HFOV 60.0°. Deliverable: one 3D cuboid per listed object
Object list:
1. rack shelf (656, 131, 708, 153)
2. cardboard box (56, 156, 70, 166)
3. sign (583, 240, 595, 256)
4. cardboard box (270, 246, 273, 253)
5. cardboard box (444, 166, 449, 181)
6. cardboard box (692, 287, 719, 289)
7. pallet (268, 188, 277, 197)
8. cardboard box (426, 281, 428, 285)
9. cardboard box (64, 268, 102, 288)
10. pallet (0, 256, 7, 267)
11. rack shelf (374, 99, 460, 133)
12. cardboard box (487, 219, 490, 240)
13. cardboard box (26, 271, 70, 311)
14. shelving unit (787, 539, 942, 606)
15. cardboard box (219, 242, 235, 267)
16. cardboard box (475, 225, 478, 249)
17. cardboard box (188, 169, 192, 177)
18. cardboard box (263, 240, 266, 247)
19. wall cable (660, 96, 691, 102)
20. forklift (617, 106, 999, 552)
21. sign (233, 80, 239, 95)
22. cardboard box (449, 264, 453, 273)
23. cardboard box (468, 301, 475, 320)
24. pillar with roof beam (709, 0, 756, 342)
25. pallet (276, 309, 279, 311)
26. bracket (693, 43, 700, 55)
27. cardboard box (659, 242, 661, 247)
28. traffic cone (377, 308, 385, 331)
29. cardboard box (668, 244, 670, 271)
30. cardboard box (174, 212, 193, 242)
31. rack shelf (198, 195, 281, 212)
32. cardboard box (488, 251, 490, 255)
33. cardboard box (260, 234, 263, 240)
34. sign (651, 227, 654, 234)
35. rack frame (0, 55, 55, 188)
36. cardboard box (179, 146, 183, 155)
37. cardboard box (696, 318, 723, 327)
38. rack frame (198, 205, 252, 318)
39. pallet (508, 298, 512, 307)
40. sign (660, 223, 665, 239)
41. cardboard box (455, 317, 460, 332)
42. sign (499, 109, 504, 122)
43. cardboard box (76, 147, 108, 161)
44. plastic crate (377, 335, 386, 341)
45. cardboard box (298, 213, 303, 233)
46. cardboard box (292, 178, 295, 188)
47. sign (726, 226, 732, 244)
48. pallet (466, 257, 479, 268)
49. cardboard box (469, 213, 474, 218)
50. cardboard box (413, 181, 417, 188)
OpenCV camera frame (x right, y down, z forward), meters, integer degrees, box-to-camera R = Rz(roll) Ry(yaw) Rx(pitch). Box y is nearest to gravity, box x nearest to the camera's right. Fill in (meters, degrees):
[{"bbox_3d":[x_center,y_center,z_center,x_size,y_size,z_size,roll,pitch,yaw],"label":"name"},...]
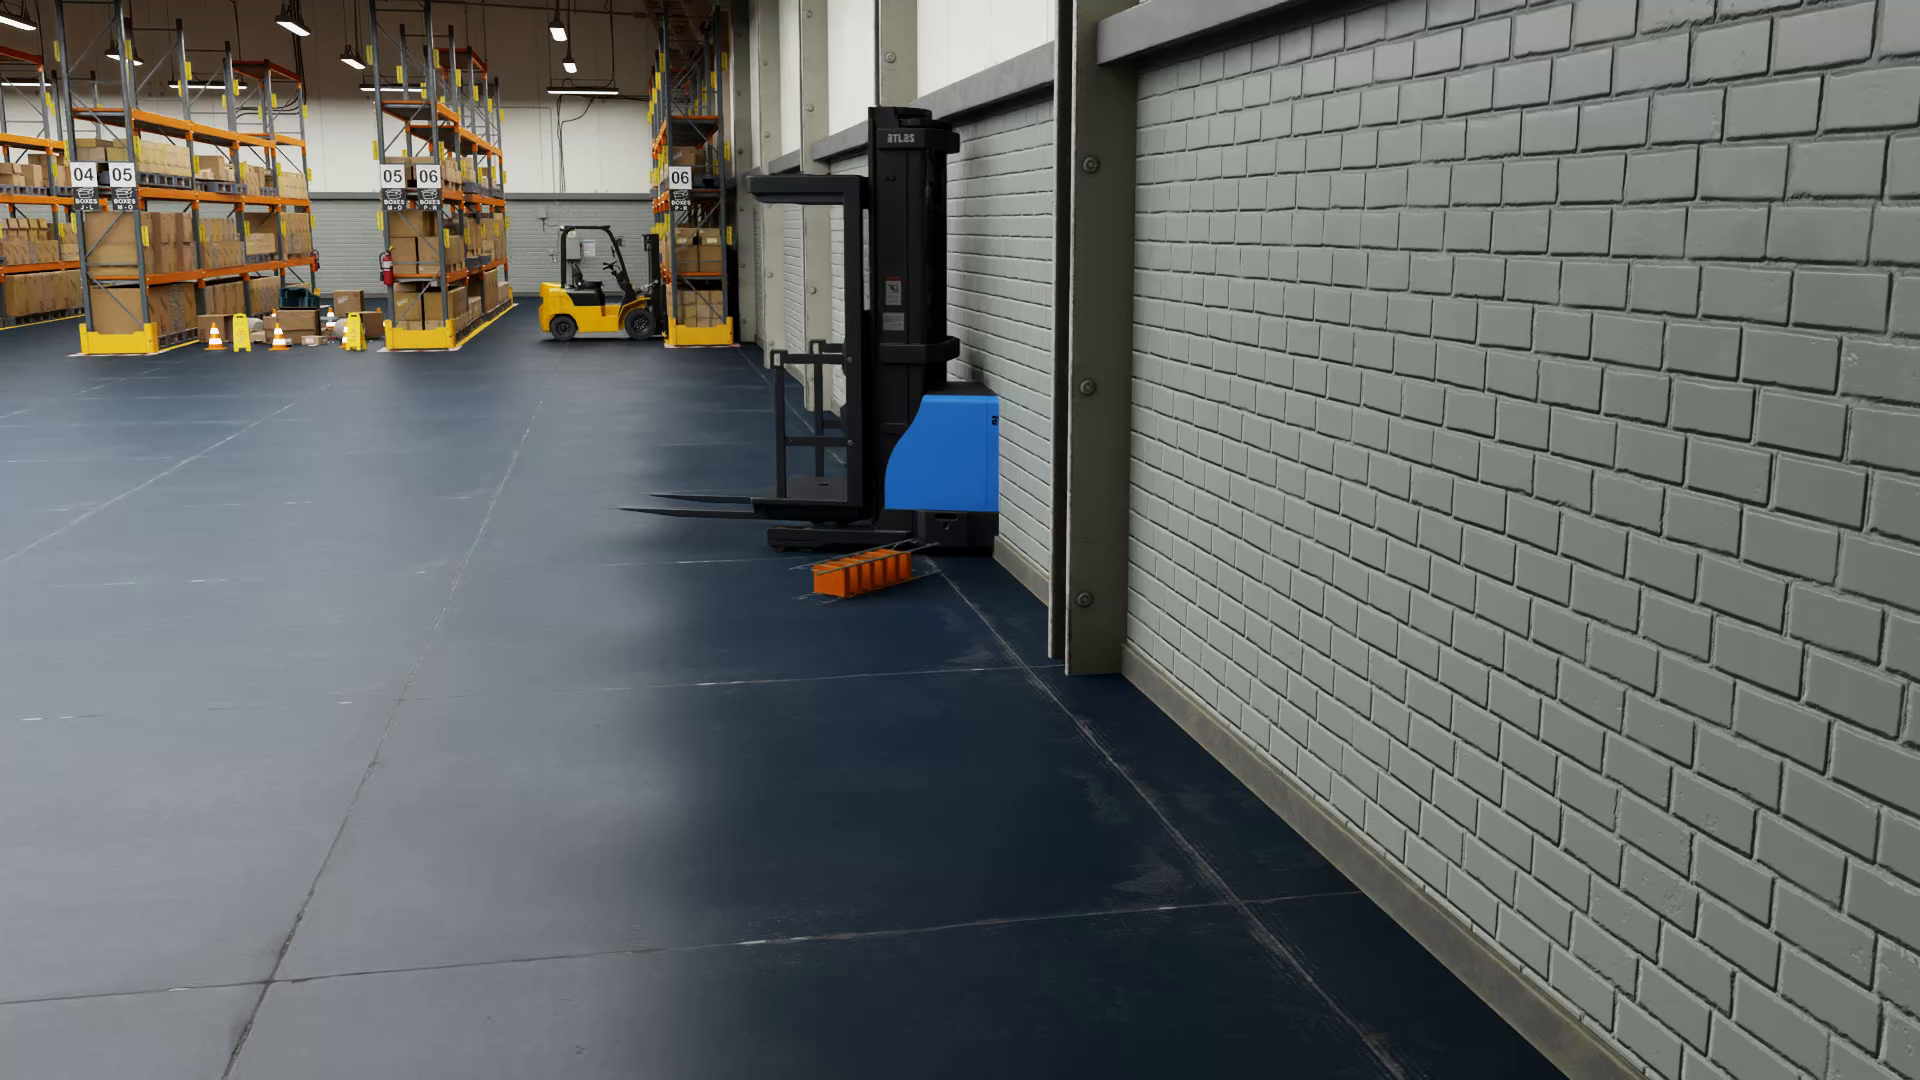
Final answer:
[{"bbox_3d":[-5.941,-8.586,35.735,1.077,0.370,4.000,-2,11,-11],"label":"rack shelf"},{"bbox_3d":[-22.092,-9.257,40.625,0.500,0.250,0.500,-2,11,-13],"label":"cardboard box"},{"bbox_3d":[-11.340,-8.934,50.868,0.329,0.494,0.001,-2,11,-11],"label":"sign"},{"bbox_3d":[-16.489,-6.879,39.367,0.380,0.149,0.250,-2,11,-11],"label":"cardboard box"},{"bbox_3d":[-9.567,-6.648,30.186,0.500,0.250,0.500,-2,11,-12],"label":"cardboard box"},{"bbox_3d":[-4.962,-4.808,32.493,0.500,0.250,0.500,-2,11,-12],"label":"cardboard box"},{"bbox_3d":[-16.796,-8.174,39.100,1.213,0.211,1.003,-2,11,-11],"label":"pallet"},{"bbox_3d":[-10.503,-4.946,32.152,0.380,0.149,0.250,-2,11,-9],"label":"cardboard box"},{"bbox_3d":[-22.095,-6.363,41.663,0.875,0.875,0.875,-2,11,-11],"label":"cardboard box"},{"bbox_3d":[-20.676,-5.793,34.625,1.213,0.211,1.003,-2,11,-11],"label":"pallet"},{"bbox_3d":[-10.031,-7.866,30.892,1.077,0.370,4.000,-2,11,-11],"label":"rack shelf"},{"bbox_3d":[-11.340,-7.293,39.050,0.500,0.500,0.500,-2,11,-10],"label":"cardboard box"},{"bbox_3d":[-21.553,-5.794,38.674,1.225,0.875,0.875,-2,11,-11],"label":"cardboard box"},{"bbox_3d":[-0.566,0.188,10.192,0.258,0.189,1.200,8,13,35],"label":"shelving unit"},{"bbox_3d":[-15.490,-5.969,34.769,0.500,0.500,0.500,-2,11,-12],"label":"cardboard box"},{"bbox_3d":[-10.626,-6.516,35.723,0.500,0.500,0.500,-3,11,-15],"label":"cardboard box"},{"bbox_3d":[-14.871,-6.993,31.673,0.380,0.149,0.250,-2,11,-11],"label":"cardboard box"},{"bbox_3d":[-16.336,-6.881,38.582,0.380,0.149,0.250,-3,11,-14],"label":"cardboard box"},{"bbox_3d":[-7.728,-14.784,50.430,2.988,3.039,0.133,-2,11,-11],"label":"wall cable"},{"bbox_3d":[-0.858,-1.454,11.497,3.031,2.935,1.130,2,11,10],"label":"forklift"},{"bbox_3d":[-15.490,-9.681,35.570,0.100,0.325,0.005,-2,11,-11],"label":"sign"},{"bbox_3d":[-9.544,-5.000,30.613,0.380,0.149,0.250,-2,11,-10],"label":"cardboard box"},{"bbox_3d":[-10.668,-4.784,34.716,0.950,0.372,0.625,-1,11,-7],"label":"cardboard box"},{"bbox_3d":[-8.248,-8.040,29.869,9.100,9.000,0.548,-2,11,-11],"label":"pillar with roof beam"},{"bbox_3d":[-16.659,-5.397,39.489,1.003,0.211,1.213,-2,11,-11],"label":"pallet"},{"bbox_3d":[-6.122,-11.601,38.952,0.076,0.066,4.783,-2,11,-11],"label":"bracket"},{"bbox_3d":[-6.853,-6.870,39.048,0.500,0.250,0.500,-3,11,-14],"label":"cardboard box"},{"bbox_3d":[-12.035,-4.571,34.477,0.336,0.463,0.334,-2,11,-11],"label":"traffic cone"},{"bbox_3d":[-5.319,-5.408,31.820,0.500,0.500,0.500,-2,11,-12],"label":"cardboard box"},{"bbox_3d":[-14.997,-5.881,31.284,0.875,0.550,0.550,-2,11,-11],"label":"cardboard box"},{"bbox_3d":[-16.423,-7.663,37.837,1.077,0.370,4.000,-2,11,-11],"label":"rack shelf"},{"bbox_3d":[-11.359,-6.680,39.173,0.500,0.250,0.500,-2,11,-11],"label":"cardboard box"},{"bbox_3d":[-16.290,-6.979,38.301,0.380,0.149,0.250,-3,11,-14],"label":"cardboard box"},{"bbox_3d":[-8.418,-8.429,45.643,0.100,0.325,0.005,-2,11,-11],"label":"sign"},{"bbox_3d":[-21.697,-9.695,38.567,1.000,3.000,0.127,-2,11,-11],"label":"rack frame"},{"bbox_3d":[-14.775,-7.292,31.112,0.380,0.149,0.250,-2,11,-11],"label":"cardboard box"},{"bbox_3d":[-4.678,-4.041,31.138,0.500,0.250,0.500,-2,11,-11],"label":"cardboard box"},{"bbox_3d":[-16.034,-6.176,36.123,1.000,3.000,0.127,-2,11,-11],"label":"rack frame"},{"bbox_3d":[-12.522,-6.328,44.381,1.003,0.211,1.213,-2,11,-11],"label":"pallet"},{"bbox_3d":[-6.082,-6.331,34.050,0.100,0.325,0.005,-2,11,-11],"label":"sign"},{"bbox_3d":[-9.620,-4.015,30.999,0.500,0.250,0.500,-2,11,-9],"label":"cardboard box"},{"bbox_3d":[-12.219,-11.304,44.310,0.100,0.325,0.005,-2,11,-11],"label":"sign"},{"bbox_3d":[-14.847,-6.590,28.490,0.500,0.250,0.500,-2,11,-10],"label":"cardboard box"},{"bbox_3d":[-10.919,-3.889,31.916,0.402,0.080,0.583,-6,13,-31],"label":"plastic crate"},{"bbox_3d":[-17.048,-8.067,42.321,0.500,0.500,0.500,-2,11,-8],"label":"cardboard box"},{"bbox_3d":[-16.966,-8.933,41.649,0.500,0.250,0.500,-3,11,-13],"label":"cardboard box"},{"bbox_3d":[-4.228,-5.572,30.422,0.100,0.325,0.005,-2,11,-11],"label":"sign"},{"bbox_3d":[-10.426,-5.692,34.094,1.003,0.211,1.213,-2,11,-11],"label":"pallet"},{"bbox_3d":[-12.293,-8.065,41.368,0.380,0.149,0.250,-2,11,-10],"label":"cardboard box"},{"bbox_3d":[-10.069,-6.456,30.244,0.380,0.149,0.250,-2,11,-11],"label":"cardboard box"}]
